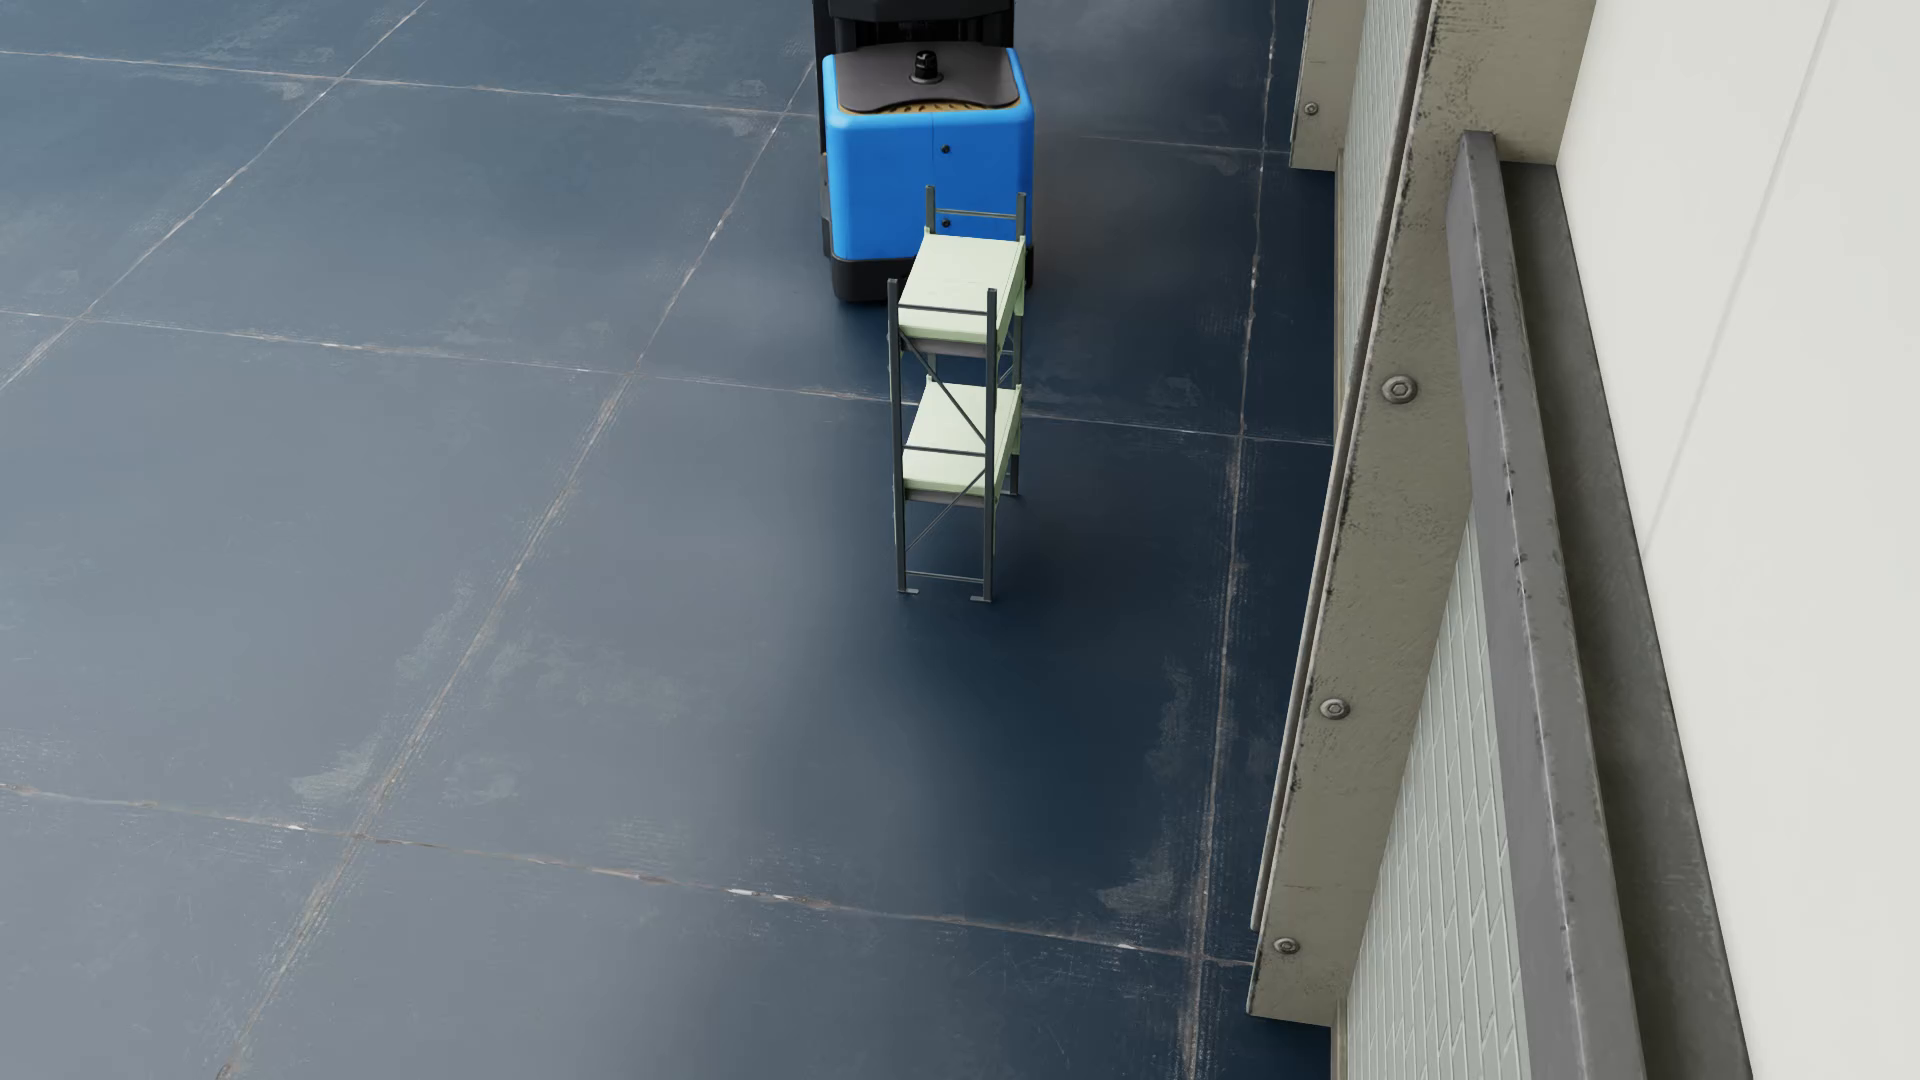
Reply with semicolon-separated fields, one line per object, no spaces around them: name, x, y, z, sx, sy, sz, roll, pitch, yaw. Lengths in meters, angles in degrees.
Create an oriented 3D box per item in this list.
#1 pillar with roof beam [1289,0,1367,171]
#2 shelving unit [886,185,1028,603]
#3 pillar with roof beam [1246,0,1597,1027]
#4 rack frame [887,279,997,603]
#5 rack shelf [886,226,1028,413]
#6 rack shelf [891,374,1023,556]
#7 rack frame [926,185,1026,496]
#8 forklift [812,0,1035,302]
pillar with roof beam;-2.087;-6.279;7.782;9.100;9.000;0.400;6;40;8
shelving unit;-0.001;-0.574;6.767;0.431;1.500;0.755;6;40;8
pillar with roof beam;-3.125;-2.513;3.227;9.100;9.000;0.400;6;40;8
rack frame;-0.064;-0.344;6.489;0.400;1.500;0.023;6;40;8
rack shelf;-0.001;-0.875;6.518;0.431;0.370;0.720;6;40;8
rack shelf;-0.001;-0.323;6.975;0.431;0.370;0.720;6;40;8
rack frame;0.062;-0.804;7.045;0.400;1.500;0.023;6;40;8
forklift;-0.275;-3.298;8.939;1.130;2.935;3.031;-4;40;-4
